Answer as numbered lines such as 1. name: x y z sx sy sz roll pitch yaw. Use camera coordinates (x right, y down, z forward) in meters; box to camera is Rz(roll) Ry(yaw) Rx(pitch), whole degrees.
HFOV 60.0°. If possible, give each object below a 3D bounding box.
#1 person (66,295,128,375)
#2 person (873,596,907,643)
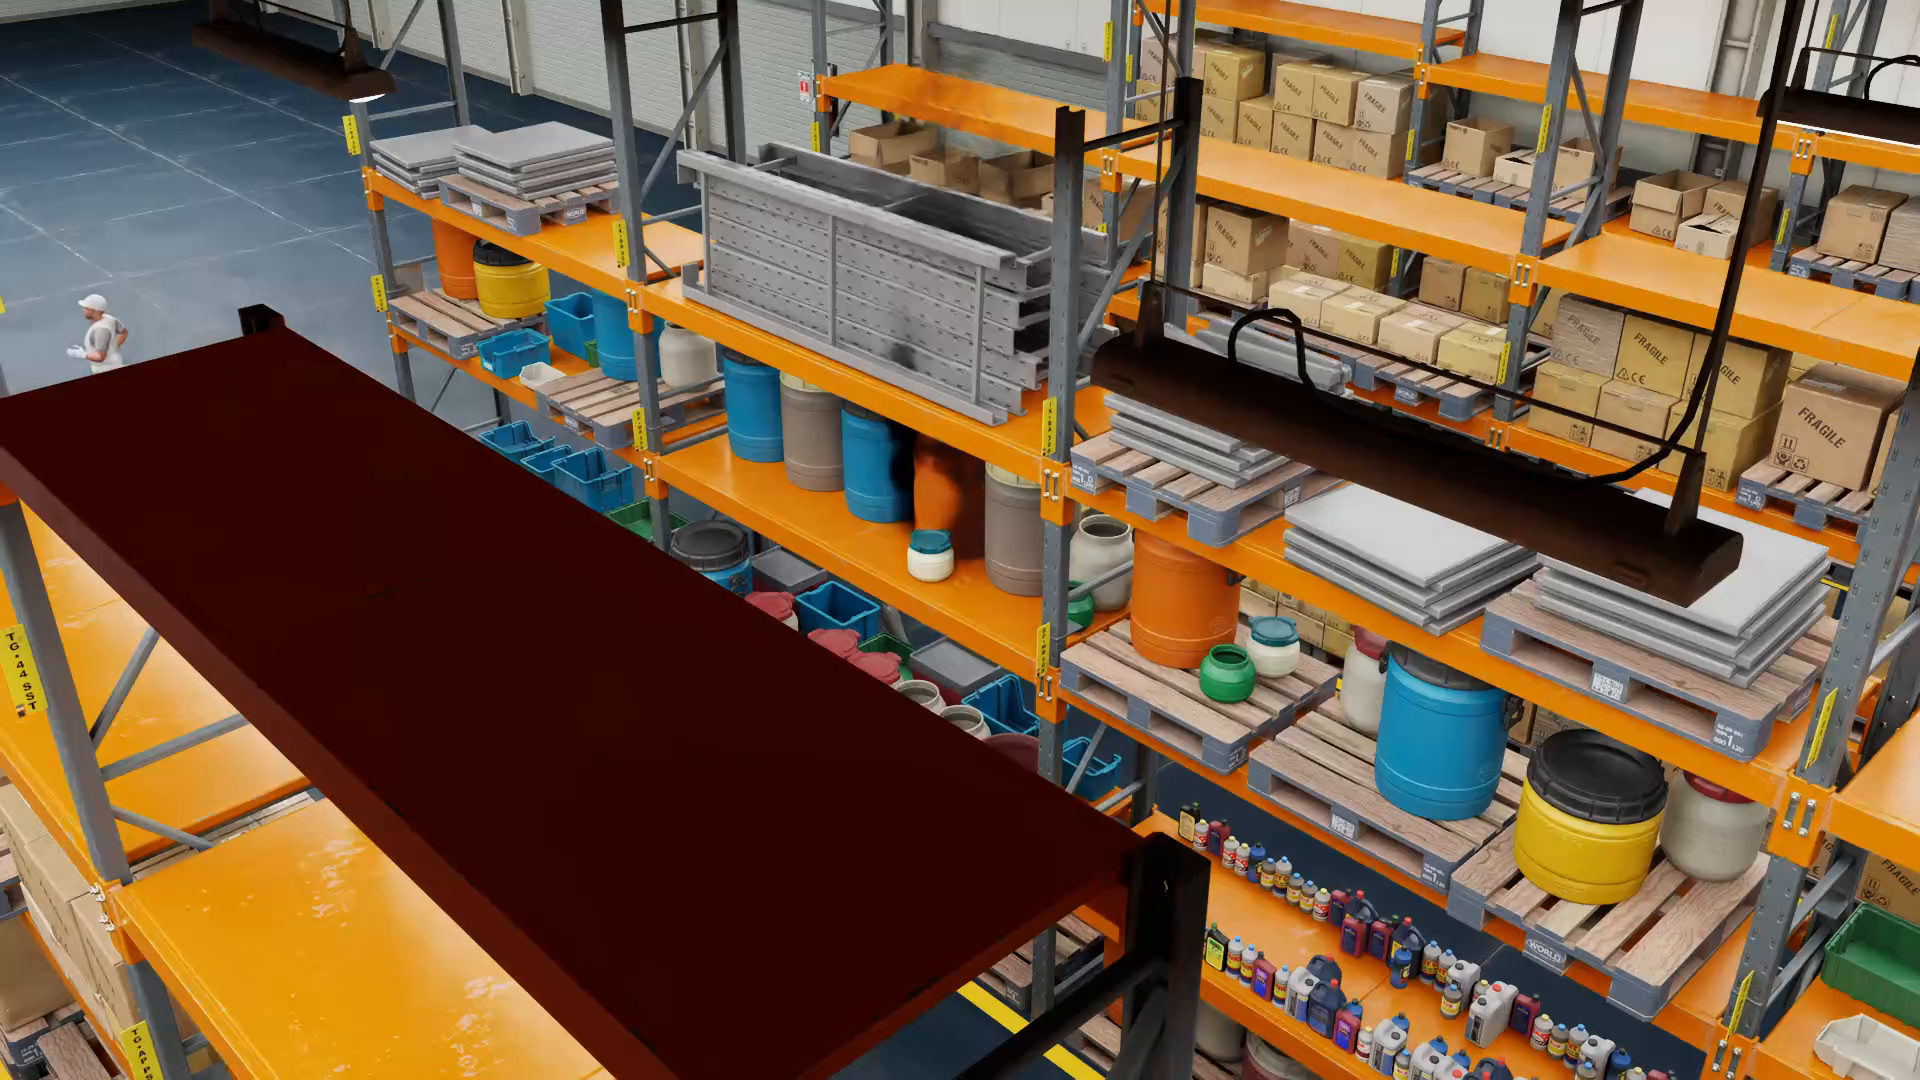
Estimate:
1. person: -9.427 -1.874 18.442 0.985 1.768 0.665 -11 30 -19
2. person: -0.694 0.152 14.163 0.679 1.869 0.638 22 35 35
